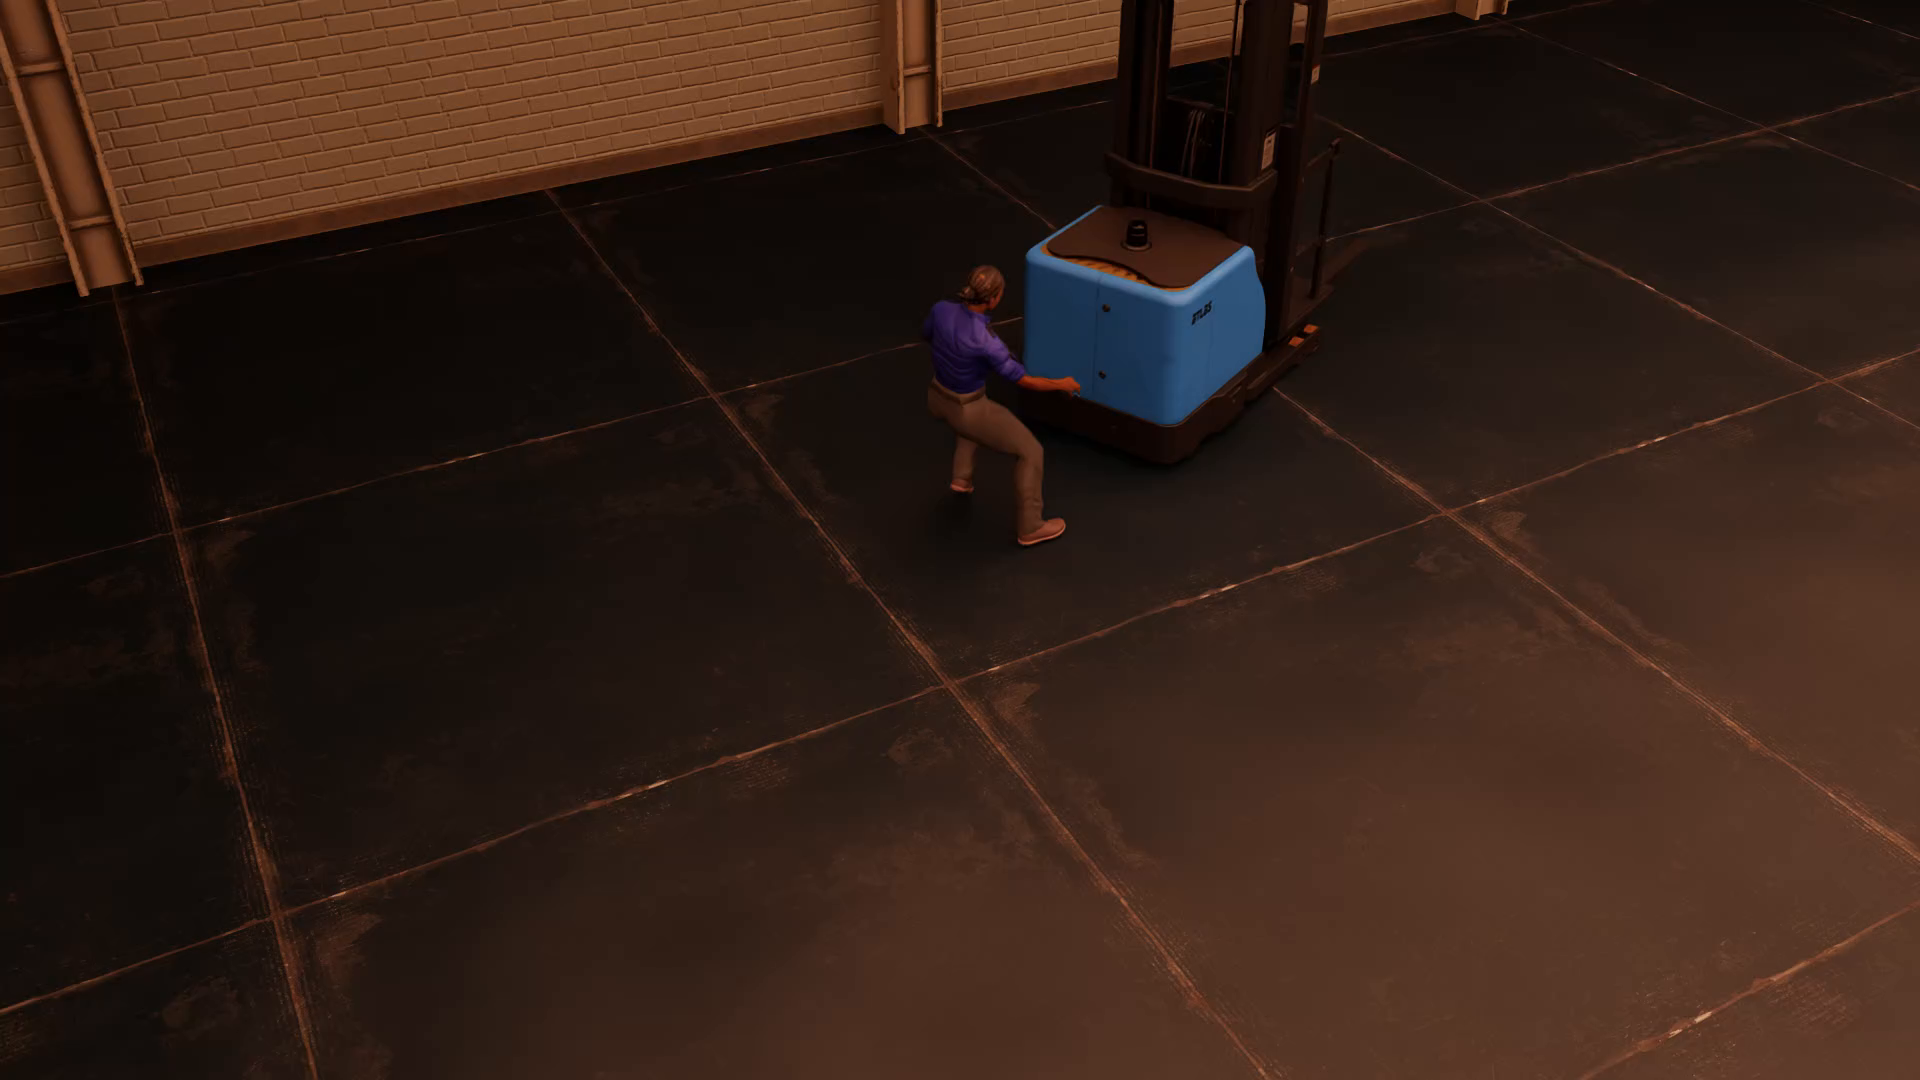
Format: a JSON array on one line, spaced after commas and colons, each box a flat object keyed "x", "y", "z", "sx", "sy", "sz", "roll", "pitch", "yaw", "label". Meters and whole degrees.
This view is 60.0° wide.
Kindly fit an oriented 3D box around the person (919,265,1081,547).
[{"x": 0.182, "y": -0.753, "z": 8.435, "sx": 0.640, "sy": 1.486, "sz": 0.796, "roll": -28, "pitch": 44, "yaw": -34, "label": "person"}]

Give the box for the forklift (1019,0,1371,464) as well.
[{"x": 1.601, "y": -2.420, "z": 9.546, "sx": 1.130, "sy": 2.935, "sz": 3.031, "roll": 22, "pitch": 41, "yaw": 28, "label": "forklift"}]
